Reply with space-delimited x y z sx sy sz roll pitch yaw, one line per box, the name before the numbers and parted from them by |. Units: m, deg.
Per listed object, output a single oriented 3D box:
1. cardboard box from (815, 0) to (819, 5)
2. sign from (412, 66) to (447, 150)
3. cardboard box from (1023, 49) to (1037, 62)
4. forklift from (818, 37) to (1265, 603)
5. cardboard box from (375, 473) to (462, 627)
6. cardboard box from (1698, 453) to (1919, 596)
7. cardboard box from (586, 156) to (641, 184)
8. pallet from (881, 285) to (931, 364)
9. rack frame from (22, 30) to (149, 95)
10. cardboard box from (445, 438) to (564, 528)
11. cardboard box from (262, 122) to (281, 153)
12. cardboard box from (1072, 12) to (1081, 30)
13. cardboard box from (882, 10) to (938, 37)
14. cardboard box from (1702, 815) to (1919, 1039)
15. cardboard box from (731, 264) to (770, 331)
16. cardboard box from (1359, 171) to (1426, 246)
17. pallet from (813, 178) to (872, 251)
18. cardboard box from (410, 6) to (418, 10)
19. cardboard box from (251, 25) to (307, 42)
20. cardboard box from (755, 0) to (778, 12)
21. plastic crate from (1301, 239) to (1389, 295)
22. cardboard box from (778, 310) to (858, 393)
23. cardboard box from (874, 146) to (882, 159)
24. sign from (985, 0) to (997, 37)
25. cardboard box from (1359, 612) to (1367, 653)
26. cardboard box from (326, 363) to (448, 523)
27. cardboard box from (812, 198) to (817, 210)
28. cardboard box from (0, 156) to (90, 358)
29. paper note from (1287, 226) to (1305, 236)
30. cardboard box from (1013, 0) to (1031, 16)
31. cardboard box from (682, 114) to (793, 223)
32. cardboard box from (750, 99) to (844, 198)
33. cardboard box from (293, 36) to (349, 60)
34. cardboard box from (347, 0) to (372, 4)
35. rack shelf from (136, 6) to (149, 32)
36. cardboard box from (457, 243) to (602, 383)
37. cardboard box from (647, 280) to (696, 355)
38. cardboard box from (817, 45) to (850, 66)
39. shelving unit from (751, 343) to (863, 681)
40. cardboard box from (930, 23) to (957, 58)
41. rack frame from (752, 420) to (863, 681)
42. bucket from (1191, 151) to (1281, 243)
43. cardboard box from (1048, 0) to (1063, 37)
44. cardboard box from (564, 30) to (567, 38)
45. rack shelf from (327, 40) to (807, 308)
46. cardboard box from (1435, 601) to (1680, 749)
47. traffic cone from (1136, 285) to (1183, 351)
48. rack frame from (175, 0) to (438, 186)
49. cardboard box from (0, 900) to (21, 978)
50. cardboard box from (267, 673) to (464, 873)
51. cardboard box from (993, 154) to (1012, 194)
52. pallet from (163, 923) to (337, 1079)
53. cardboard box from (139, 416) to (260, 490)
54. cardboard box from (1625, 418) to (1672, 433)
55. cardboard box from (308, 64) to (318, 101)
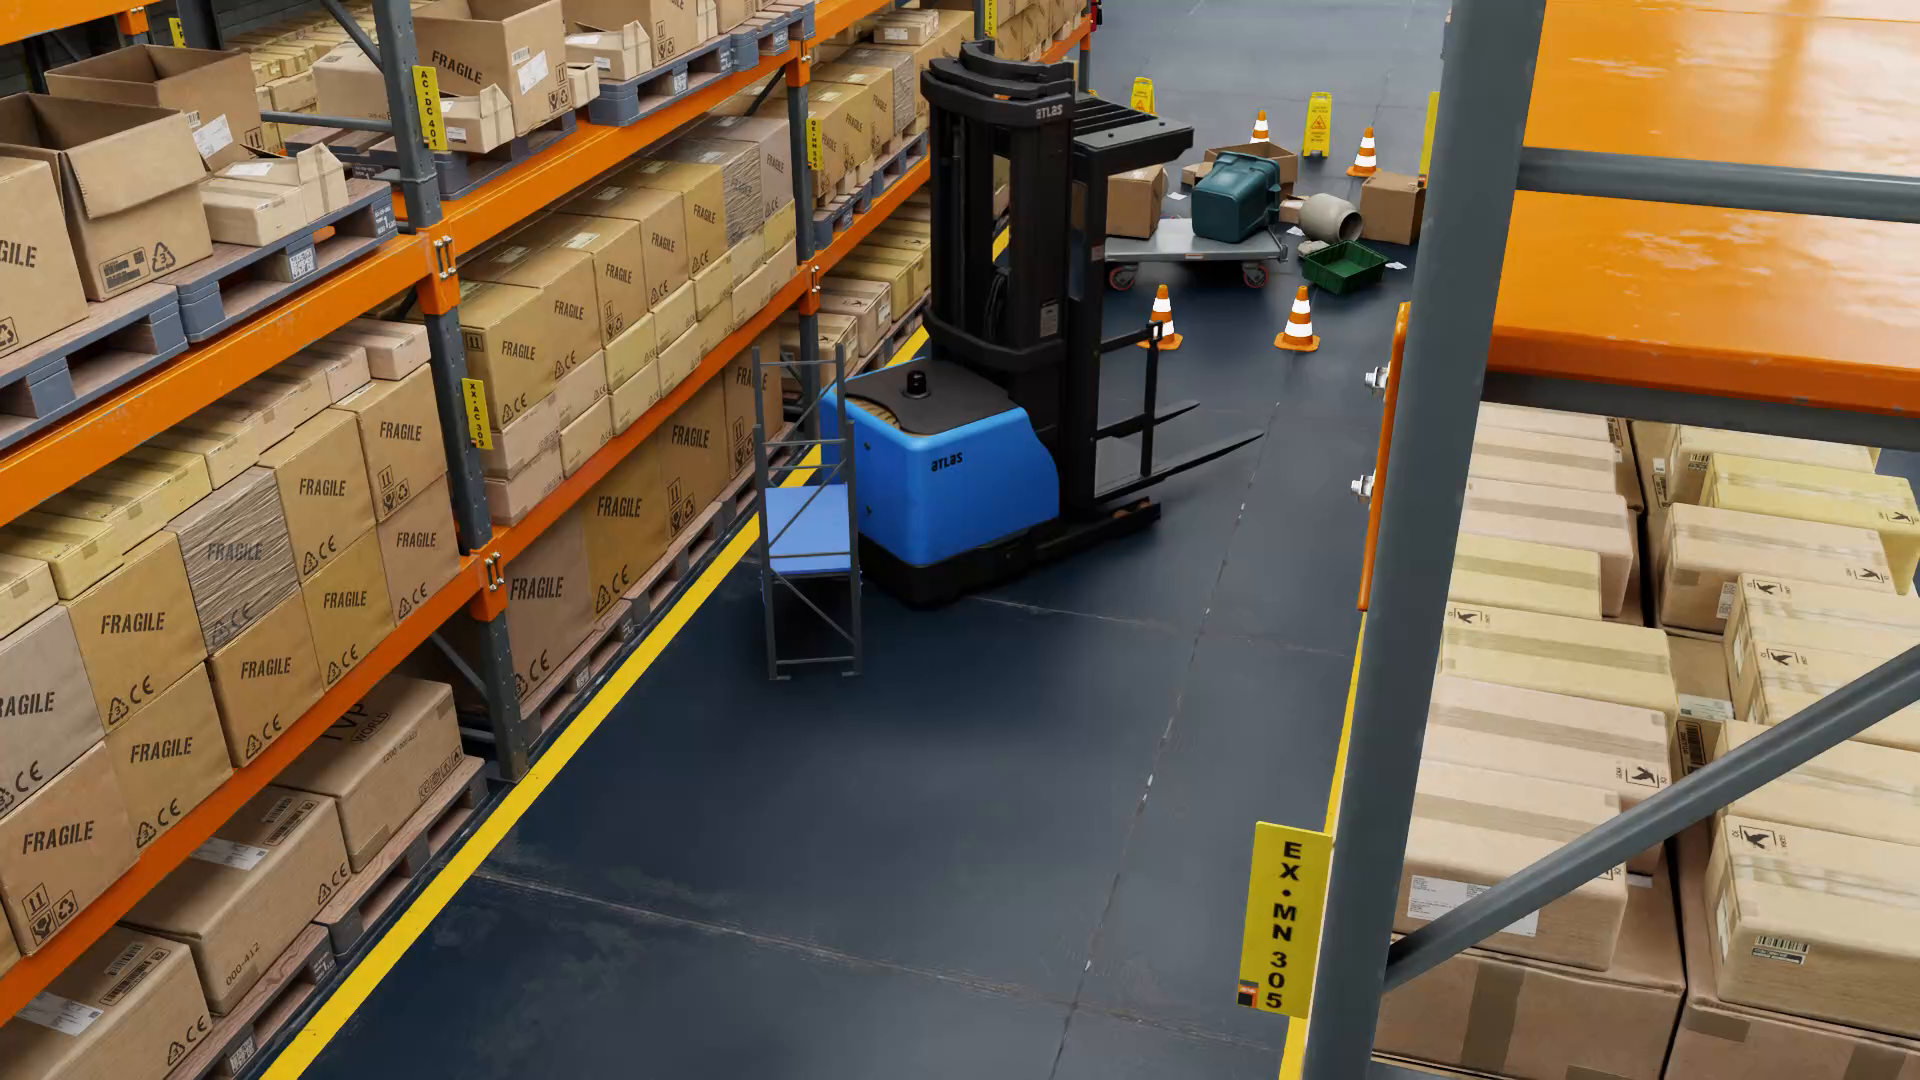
cardboard box | -1.119 -3.562 10.655 0.396 0.266 0.258 8 30 15
sign | -2.092 -1.703 6.562 0.100 0.325 0.005 8 30 15
cardboard box | 0.509 -4.512 15.569 0.380 0.149 0.250 9 30 15
forklift | 0.637 -1.486 9.942 3.031 2.935 1.130 -20 35 -32
cardboard box | -2.515 -0.002 7.100 0.500 0.500 0.500 9 30 15
cardboard box | 1.734 -0.036 3.409 0.380 0.149 0.250 9 30 16
cardboard box | -2.130 -1.885 9.457 0.500 0.500 0.500 9 30 16
pallet | -0.858 -1.778 13.265 1.003 0.211 1.213 8 30 15
rack frame | -6.195 -2.776 12.189 1.000 3.000 0.127 8 30 15
cardboard box | -2.242 -0.311 7.914 0.500 0.250 0.500 8 30 14
cardboard box | -5.679 -3.114 12.952 0.500 0.250 0.500 8 30 14
cardboard box | 1.026 -5.339 17.056 0.380 0.149 0.250 8 30 14
cardboard box | -0.384 -4.000 12.881 0.380 0.149 0.250 8 30 13
cardboard box | 1.277 0.552 2.351 0.380 0.149 0.250 8 30 14
cardboard box | -1.484 -1.492 10.035 0.500 0.250 0.500 9 30 16
cardboard box | 3.961 -3.045 15.242 0.500 0.500 0.500 14 32 23
pallet | -1.342 -2.332 11.588 1.213 0.211 1.003 8 30 15
cardboard box | -4.967 -4.649 14.786 0.380 0.149 0.250 8 30 14
cardboard box | -5.754 -4.244 14.058 0.380 0.149 0.250 8 30 14
cardboard box | -1.415 -3.412 9.709 0.797 0.503 0.637 7 30 12
plastic crate | 3.285 -2.333 14.226 0.662 0.188 0.450 -24 47 -37
cardboard box | -1.274 -1.365 11.925 0.950 0.372 0.625 6 30 11
cardboard box | -0.794 -2.899 12.238 0.380 0.149 0.250 10 31 17
sign | 0.257 -4.356 13.840 0.100 0.325 0.005 8 30 15
cardboard box | 1.284 0.097 4.094 0.500 0.250 0.500 10 31 17
cardboard box | -2.498 -0.432 6.845 0.500 0.500 0.500 8 30 14
cardboard box | -1.176 -2.267 11.102 0.380 0.149 0.250 7 30 12
cardboard box | -3.062 -0.848 5.001 0.500 0.500 0.500 9 30 16
paper note | 3.136 -2.860 15.403 0.172 0.023 0.155 20 35 32
cardboard box | 0.232 -4.946 14.654 0.700 0.500 0.500 9 30 15
cardboard box | -1.351 -2.272 10.152 0.500 0.500 0.500 8 30 14
cardboard box | -1.096 -2.602 11.037 0.500 0.500 0.500 8 30 13
cardboard box | -5.259 -4.039 13.690 0.380 0.149 0.250 8 30 14
cardboard box | -5.329 -4.829 15.110 0.380 0.149 0.250 8 30 14
rack shelf | -5.608 -4.701 13.305 1.077 0.370 4.000 8 30 15
cardboard box | -2.096 -1.095 8.036 0.500 0.500 0.500 8 30 15
cardboard box | -1.778 -1.240 9.068 0.500 0.250 0.500 8 30 13
cardboard box | -1.132 -3.407 12.484 0.500 0.500 0.500 7 30 13
shelving unit | -0.834 -0.165 9.038 0.538 1.500 1.048 -3 29 -6
cardboard box | -0.335 -3.807 13.202 0.500 0.500 0.500 9 30 15
rack frame | -0.776 0.081 8.597 0.500 1.500 0.032 -3 29 -6
bucket | 2.323 -2.894 14.206 0.726 0.611 0.620 20 45 32
cardboard box | 0.702 -5.205 16.147 0.500 0.500 0.500 8 30 15
cardboard box | -2.211 -2.502 8.421 0.380 0.166 0.250 11 31 19
rack shelf | -2.036 -2.136 8.694 1.077 0.370 4.000 8 30 15
cardboard box | 1.022 0.254 2.888 0.380 0.149 0.250 8 30 13
traffic cone | 1.570 -1.766 12.983 0.336 0.463 0.334 8 30 15
rack frame | -2.623 -2.832 6.119 1.000 3.000 0.127 8 30 15
cardboard box | -3.260 1.184 4.968 0.500 0.500 0.500 8 30 14
cardboard box | -2.910 1.003 7.601 0.875 0.438 0.875 8 30 14
cardboard box | 0.156 -3.473 15.068 0.500 0.500 0.500 10 31 17
pallet | -3.277 1.920 6.618 1.003 0.211 1.213 8 30 15
cardboard box | -2.769 -0.322 5.981 0.380 0.149 0.250 8 30 14
cardboard box | 1.934 -0.281 4.259 0.500 0.250 0.500 10 31 17
cardboard box | -5.387 -3.814 13.696 0.500 0.250 0.500 9 30 16
